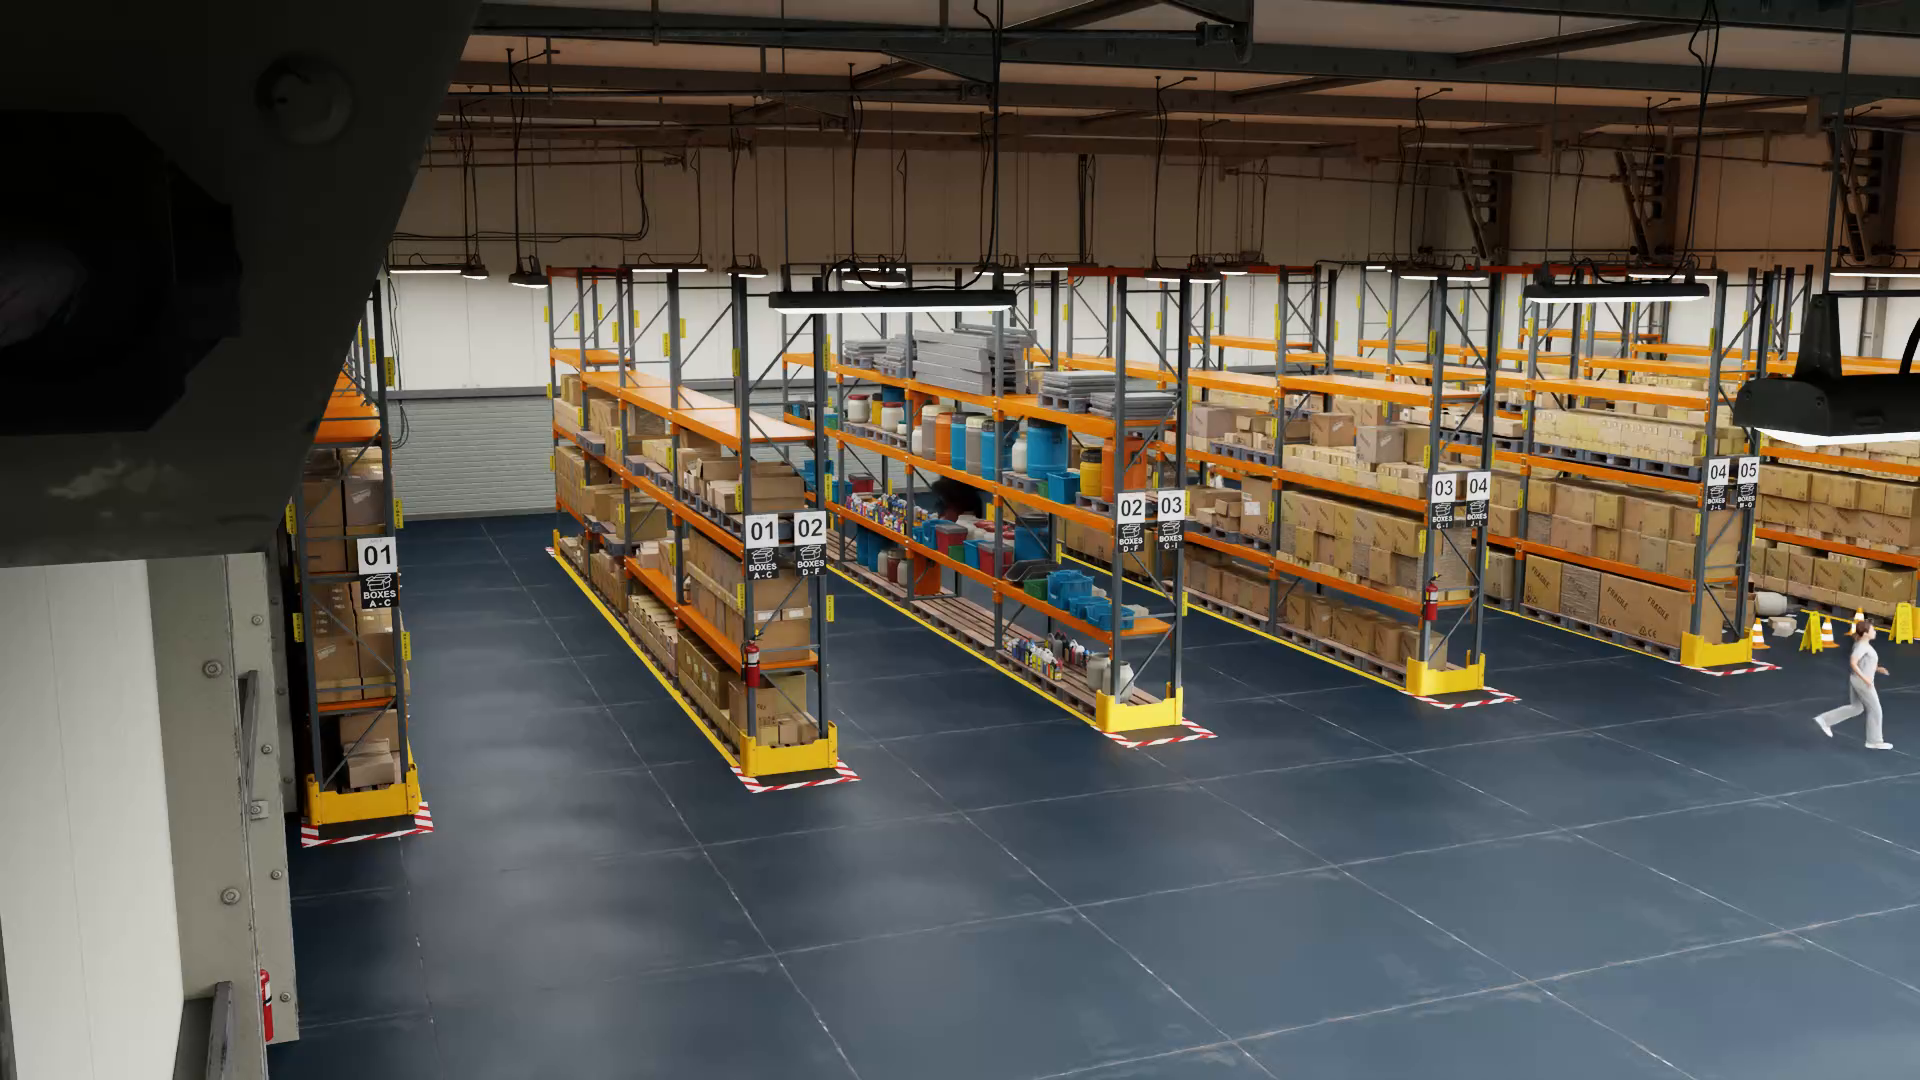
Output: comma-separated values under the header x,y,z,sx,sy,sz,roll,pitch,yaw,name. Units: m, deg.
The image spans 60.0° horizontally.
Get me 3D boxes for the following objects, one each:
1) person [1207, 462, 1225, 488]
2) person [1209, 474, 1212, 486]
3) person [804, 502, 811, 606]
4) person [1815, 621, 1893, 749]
x,y,z,sx,sy,sz,roll,pitch,yaw,name
5.559,-0.878,36.723,0.661,1.740,0.536,-3,10,-17,person
5.156,-0.559,34.835,0.572,1.693,0.916,-5,11,-27,person
-2.709,0.218,28.967,0.545,1.773,0.701,-7,12,-36,person
11.496,1.848,21.277,0.907,1.624,0.593,4,11,21,person
